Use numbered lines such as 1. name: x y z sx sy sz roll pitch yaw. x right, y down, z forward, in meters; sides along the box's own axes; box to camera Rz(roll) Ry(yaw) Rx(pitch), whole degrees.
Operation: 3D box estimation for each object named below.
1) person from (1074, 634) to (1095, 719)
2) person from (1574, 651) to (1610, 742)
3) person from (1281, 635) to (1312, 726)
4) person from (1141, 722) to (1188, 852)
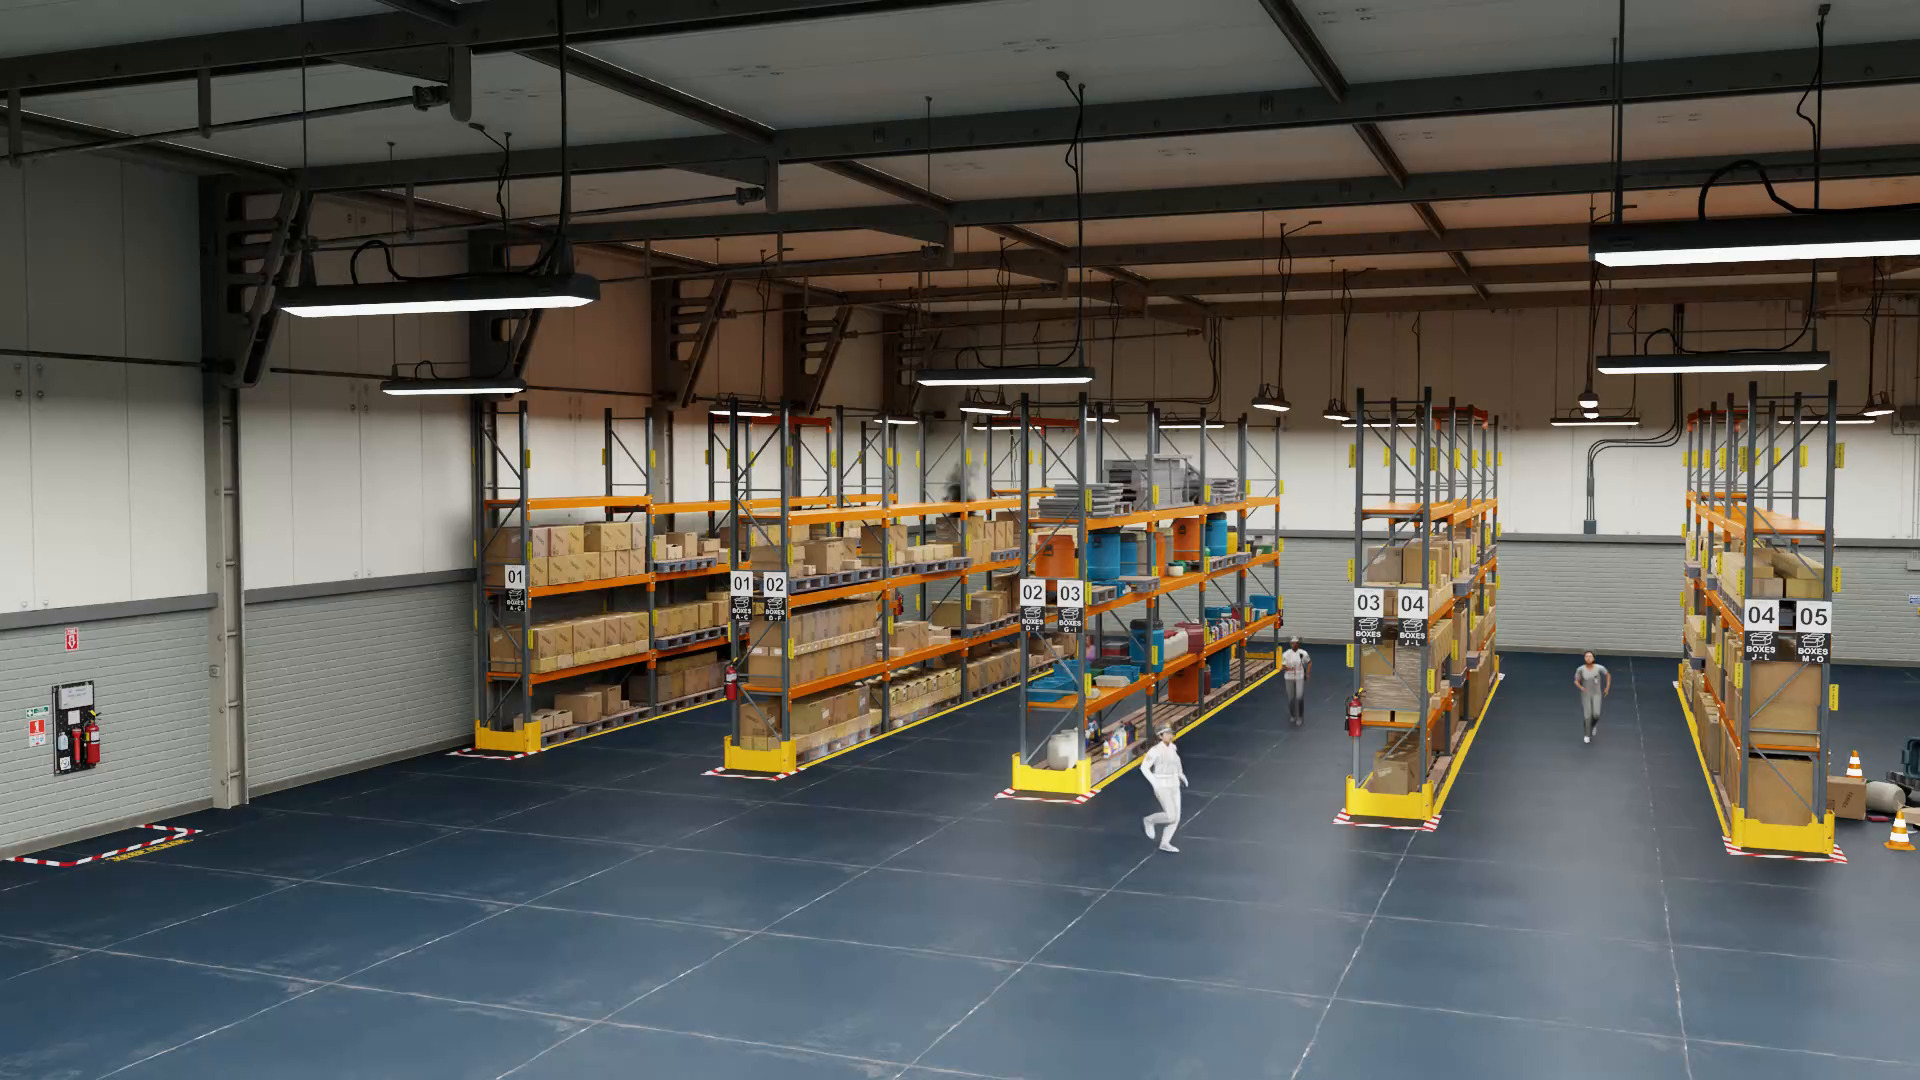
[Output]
1. person: 2.472 2.653 32.244 0.526 1.625 0.705 1 3 18
2. person: 11.138 2.765 29.310 0.588 1.627 0.686 1 3 23
3. person: 6.304 2.640 31.215 0.544 1.706 0.673 1 3 16
4. person: 2.636 3.148 21.273 0.631 1.646 0.544 -2 3 -37
